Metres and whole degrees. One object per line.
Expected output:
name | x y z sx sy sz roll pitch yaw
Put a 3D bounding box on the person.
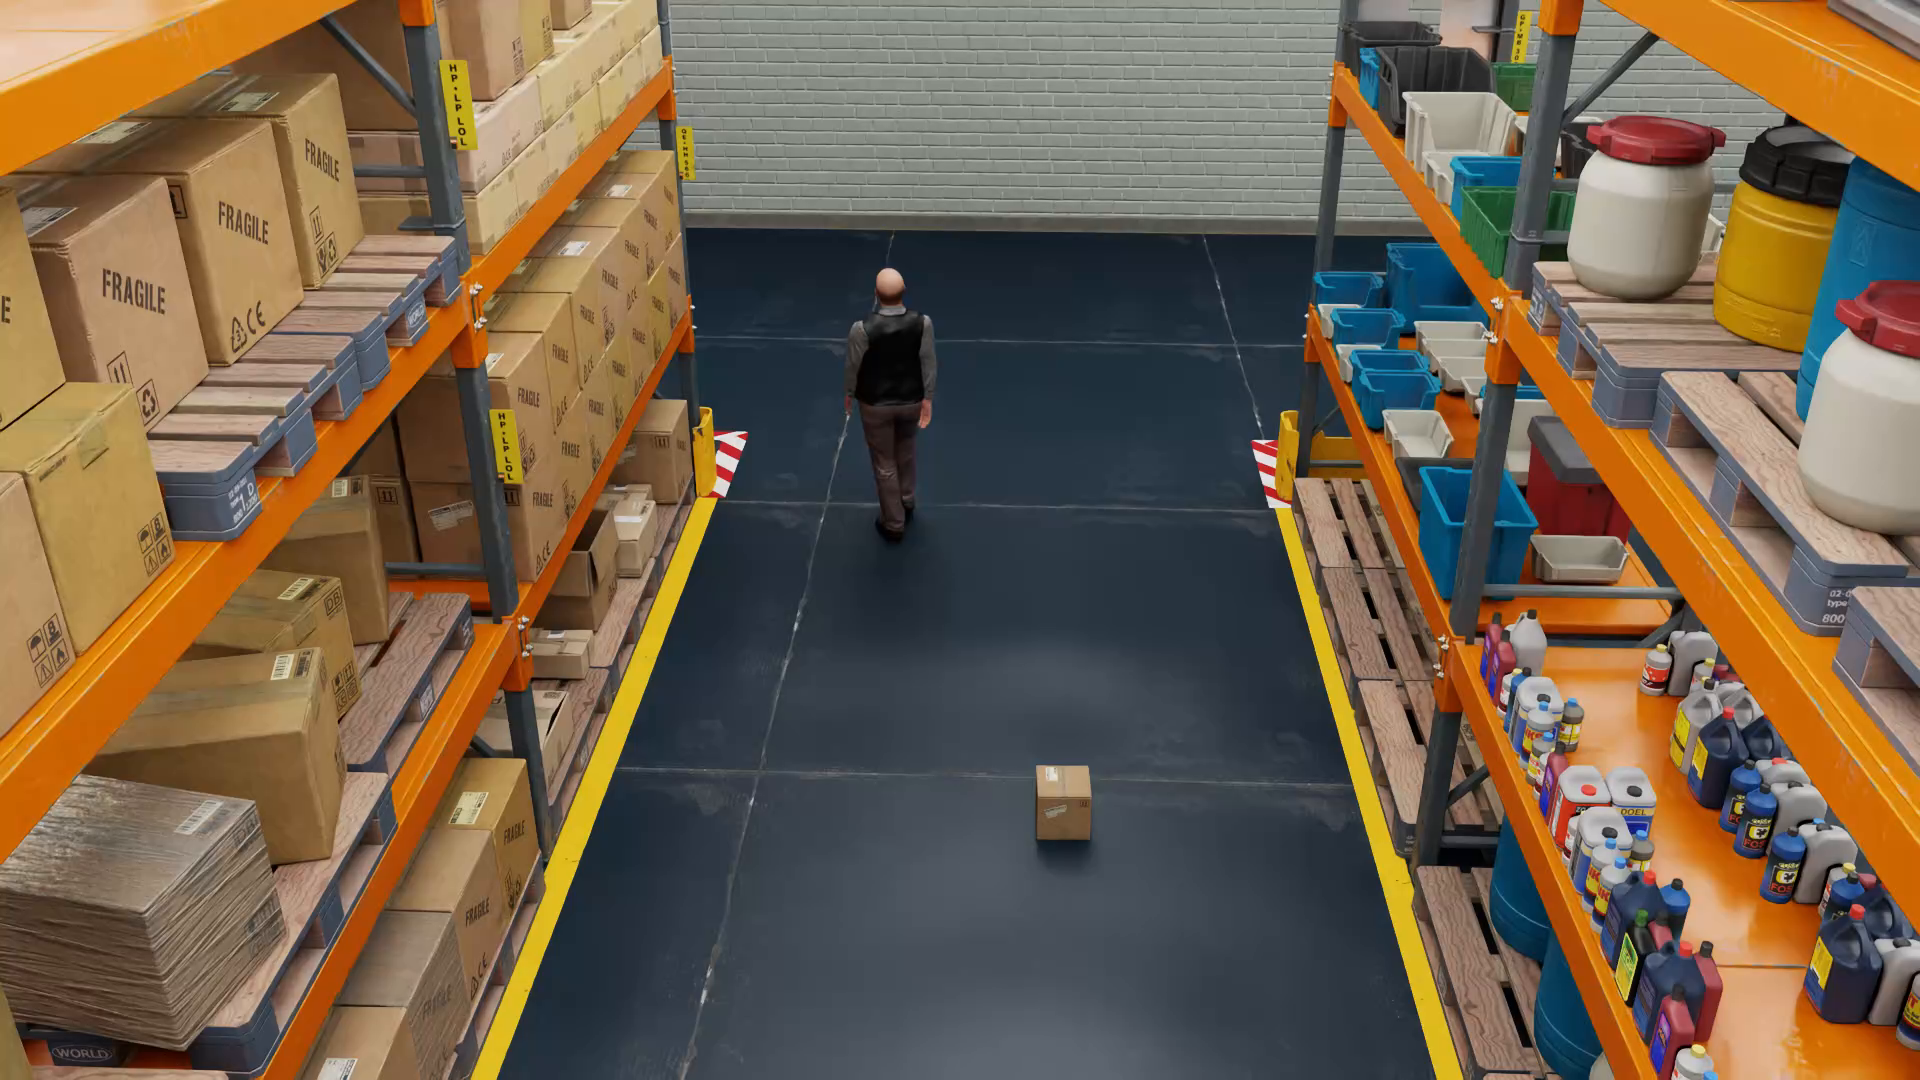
person | -0.443 -0.834 10.264 0.542 1.786 0.554 -10 29 -18
